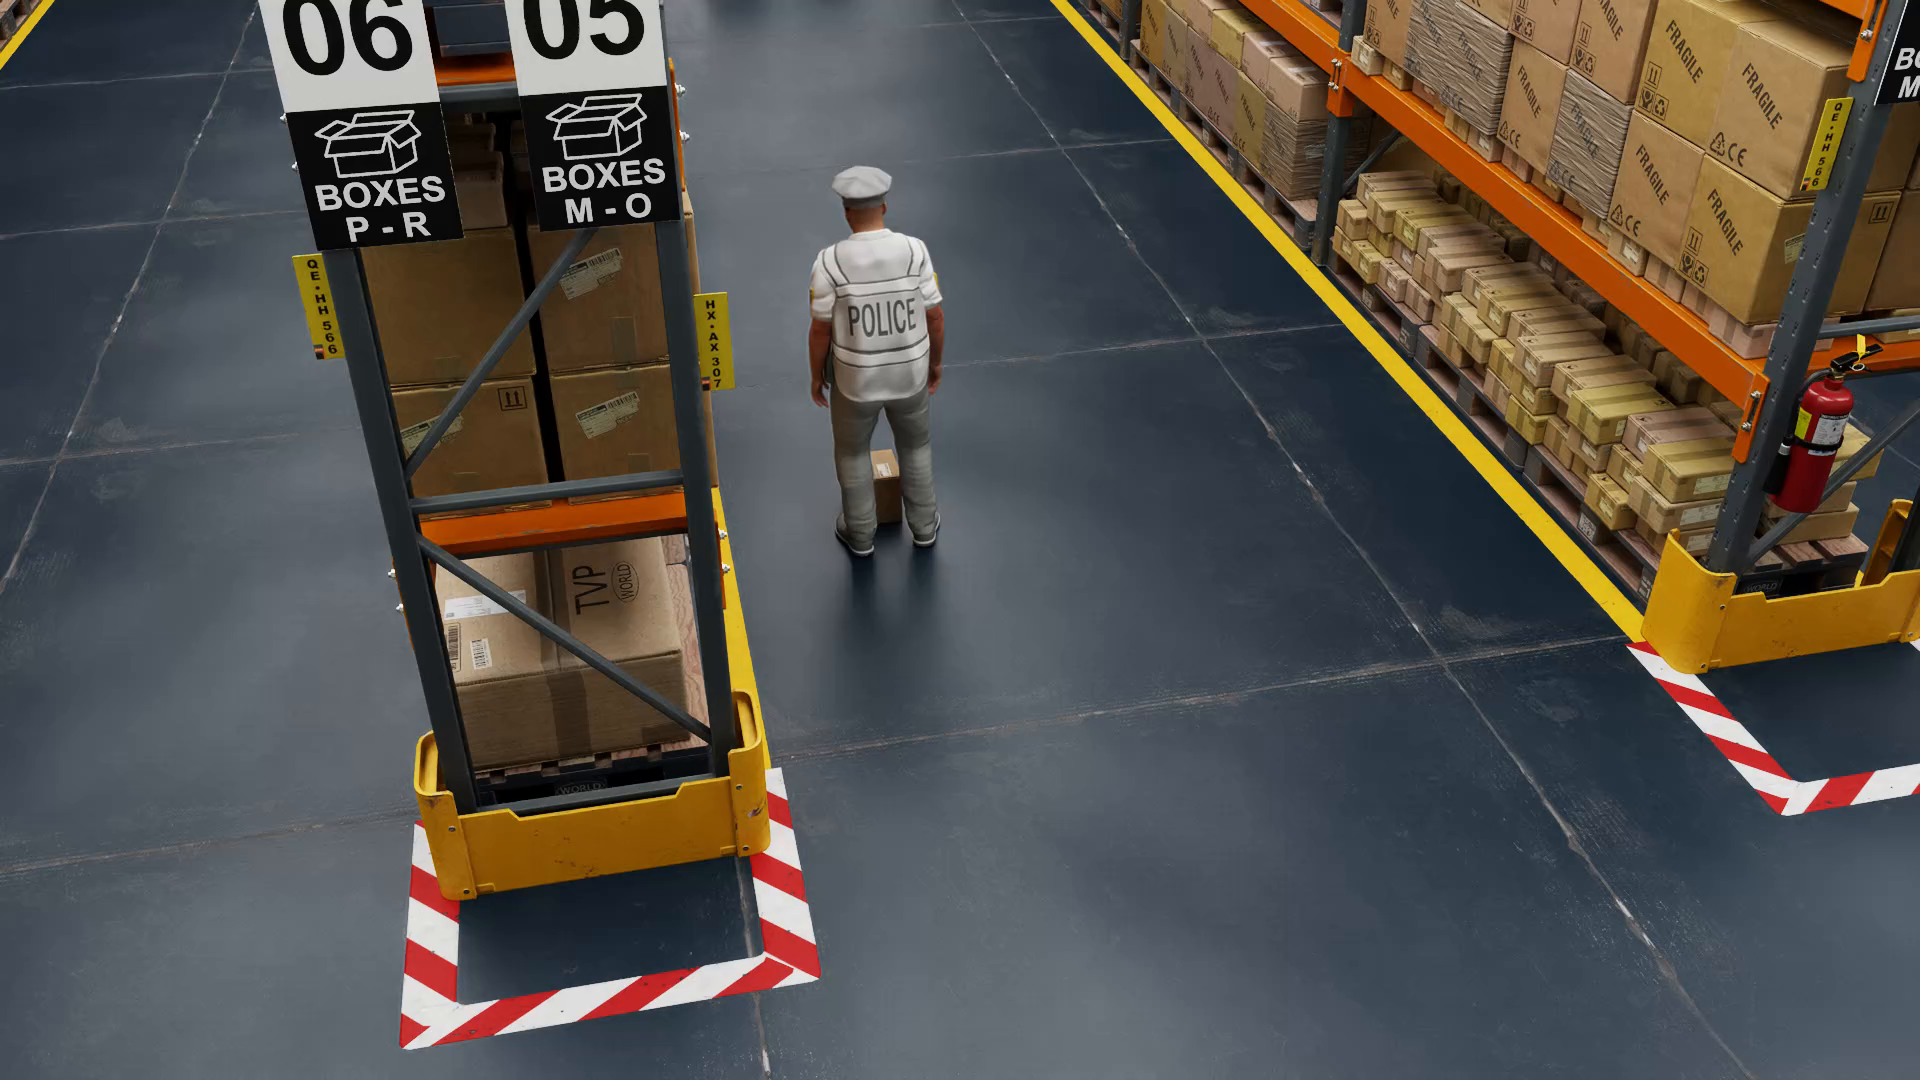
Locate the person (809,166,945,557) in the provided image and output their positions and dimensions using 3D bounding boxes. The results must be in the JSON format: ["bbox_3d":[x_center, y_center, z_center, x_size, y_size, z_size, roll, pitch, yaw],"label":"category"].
[{"bbox_3d":[-0.353,-0.719,7.196,0.590,1.748,0.435,-8,35,-11],"label":"person"}]
